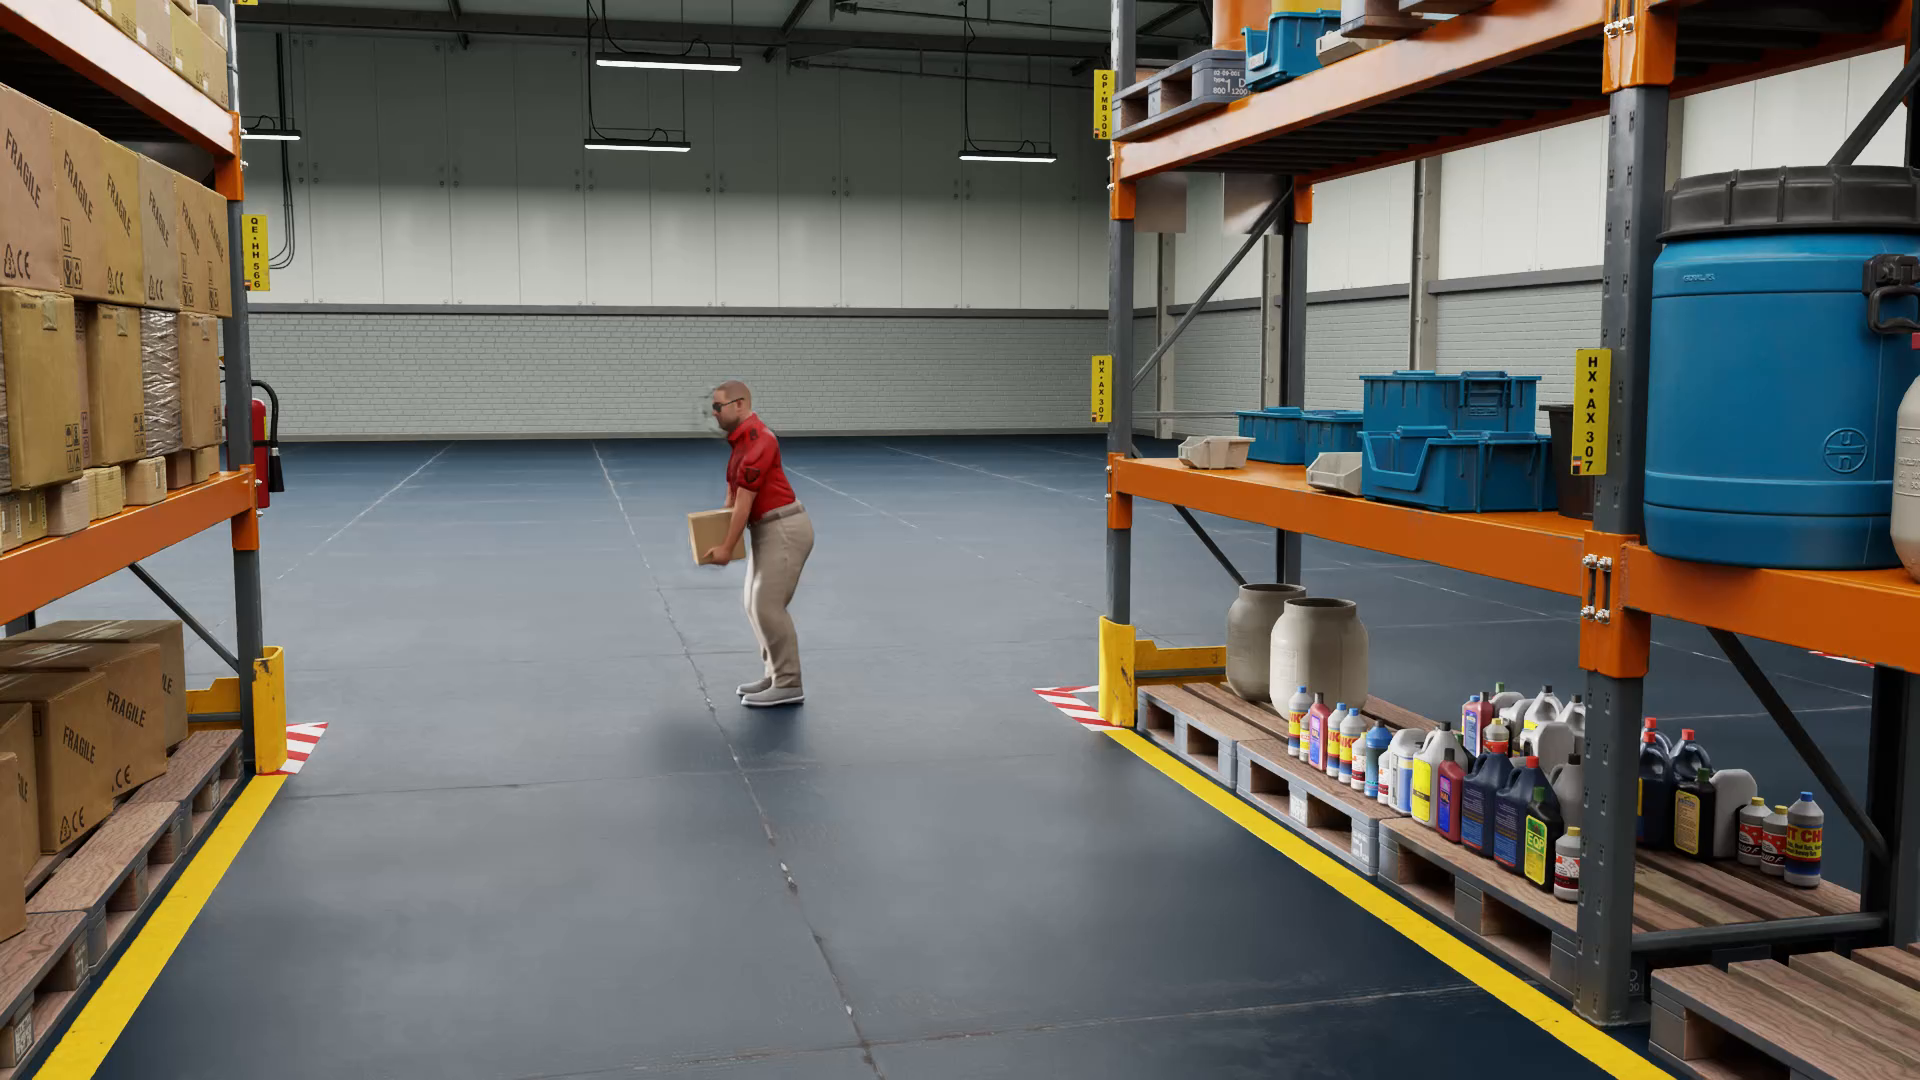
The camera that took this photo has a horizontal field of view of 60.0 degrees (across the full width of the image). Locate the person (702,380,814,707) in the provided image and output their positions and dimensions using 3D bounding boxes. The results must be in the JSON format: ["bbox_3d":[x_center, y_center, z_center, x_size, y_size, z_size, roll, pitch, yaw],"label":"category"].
[{"bbox_3d":[-1.060,0.012,8.665,0.590,1.684,0.481,-2,6,-15],"label":"person"}]
